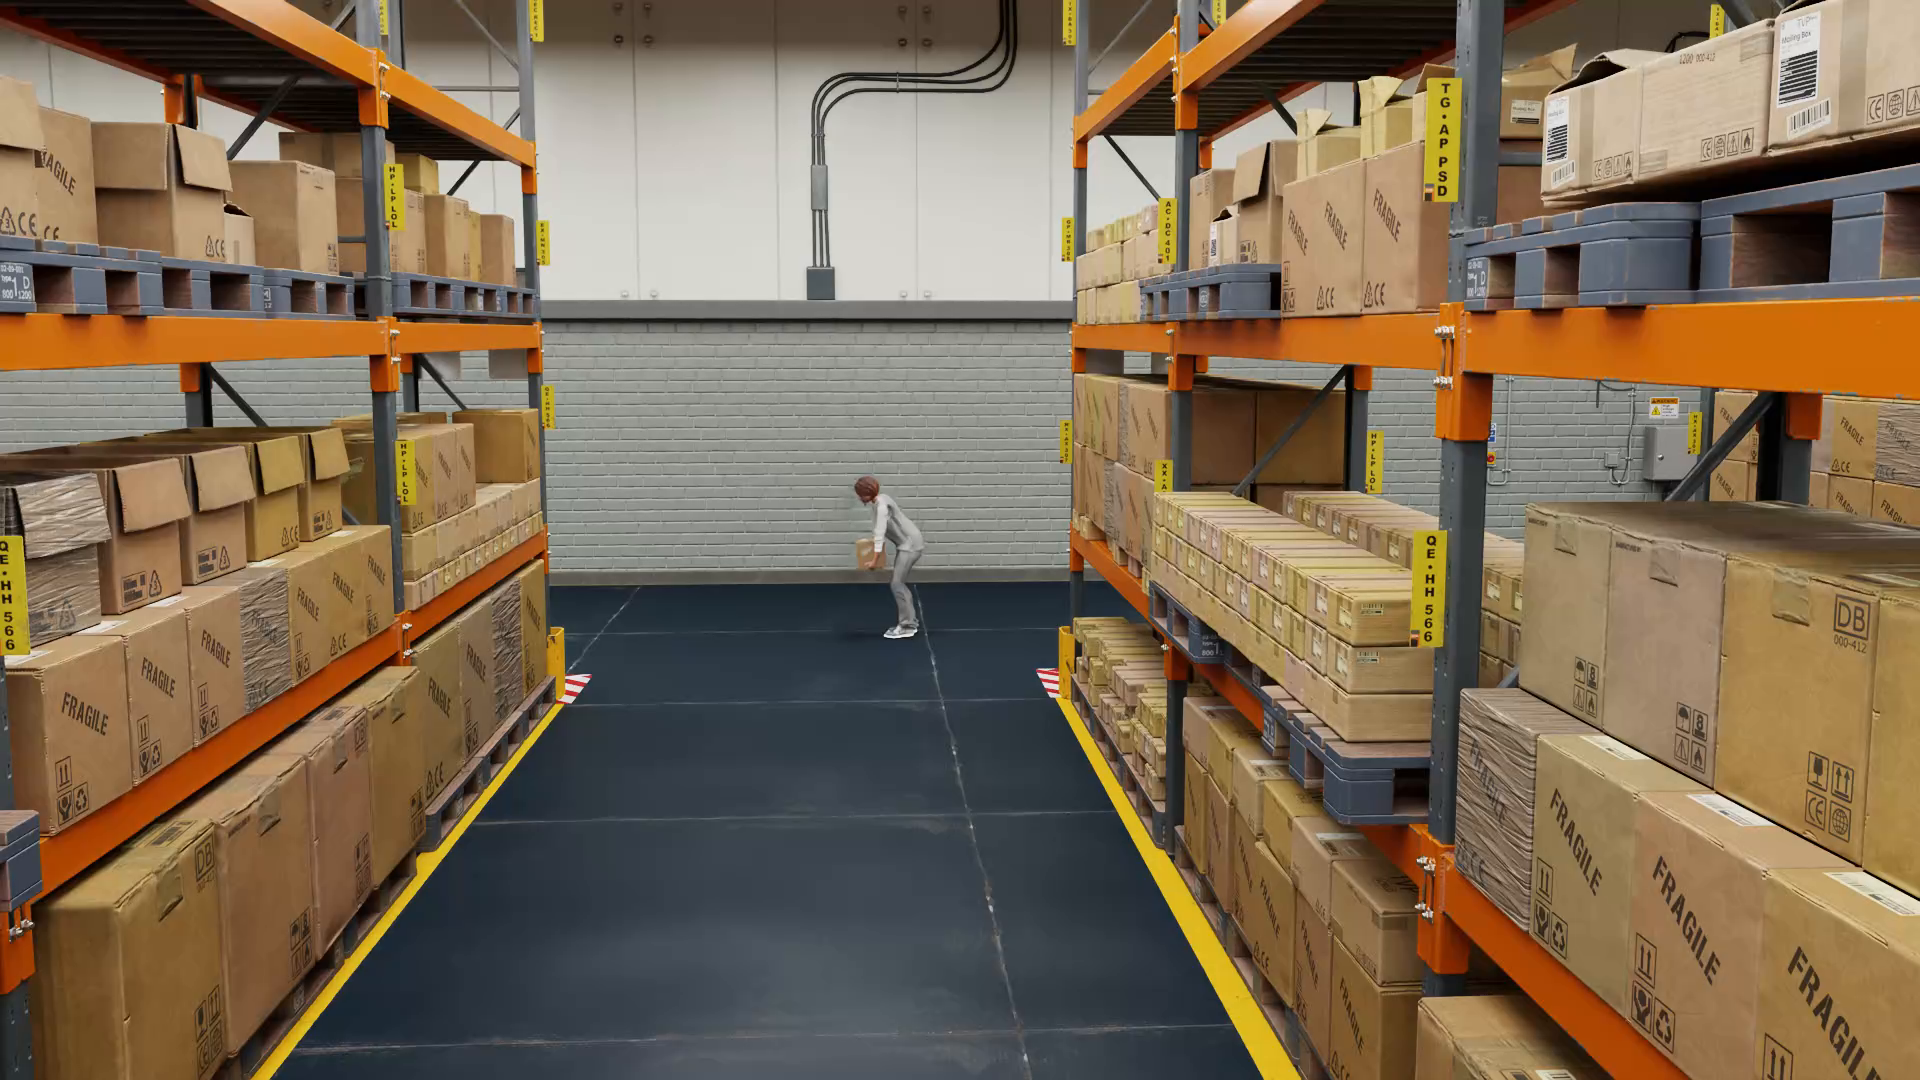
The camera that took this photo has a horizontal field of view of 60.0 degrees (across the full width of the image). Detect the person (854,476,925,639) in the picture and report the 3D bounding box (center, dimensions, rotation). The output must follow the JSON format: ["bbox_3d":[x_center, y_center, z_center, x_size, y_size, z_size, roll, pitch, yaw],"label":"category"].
[{"bbox_3d":[-0.635,0.152,15.104,0.637,1.472,0.373,-1,7,-5],"label":"person"}]
